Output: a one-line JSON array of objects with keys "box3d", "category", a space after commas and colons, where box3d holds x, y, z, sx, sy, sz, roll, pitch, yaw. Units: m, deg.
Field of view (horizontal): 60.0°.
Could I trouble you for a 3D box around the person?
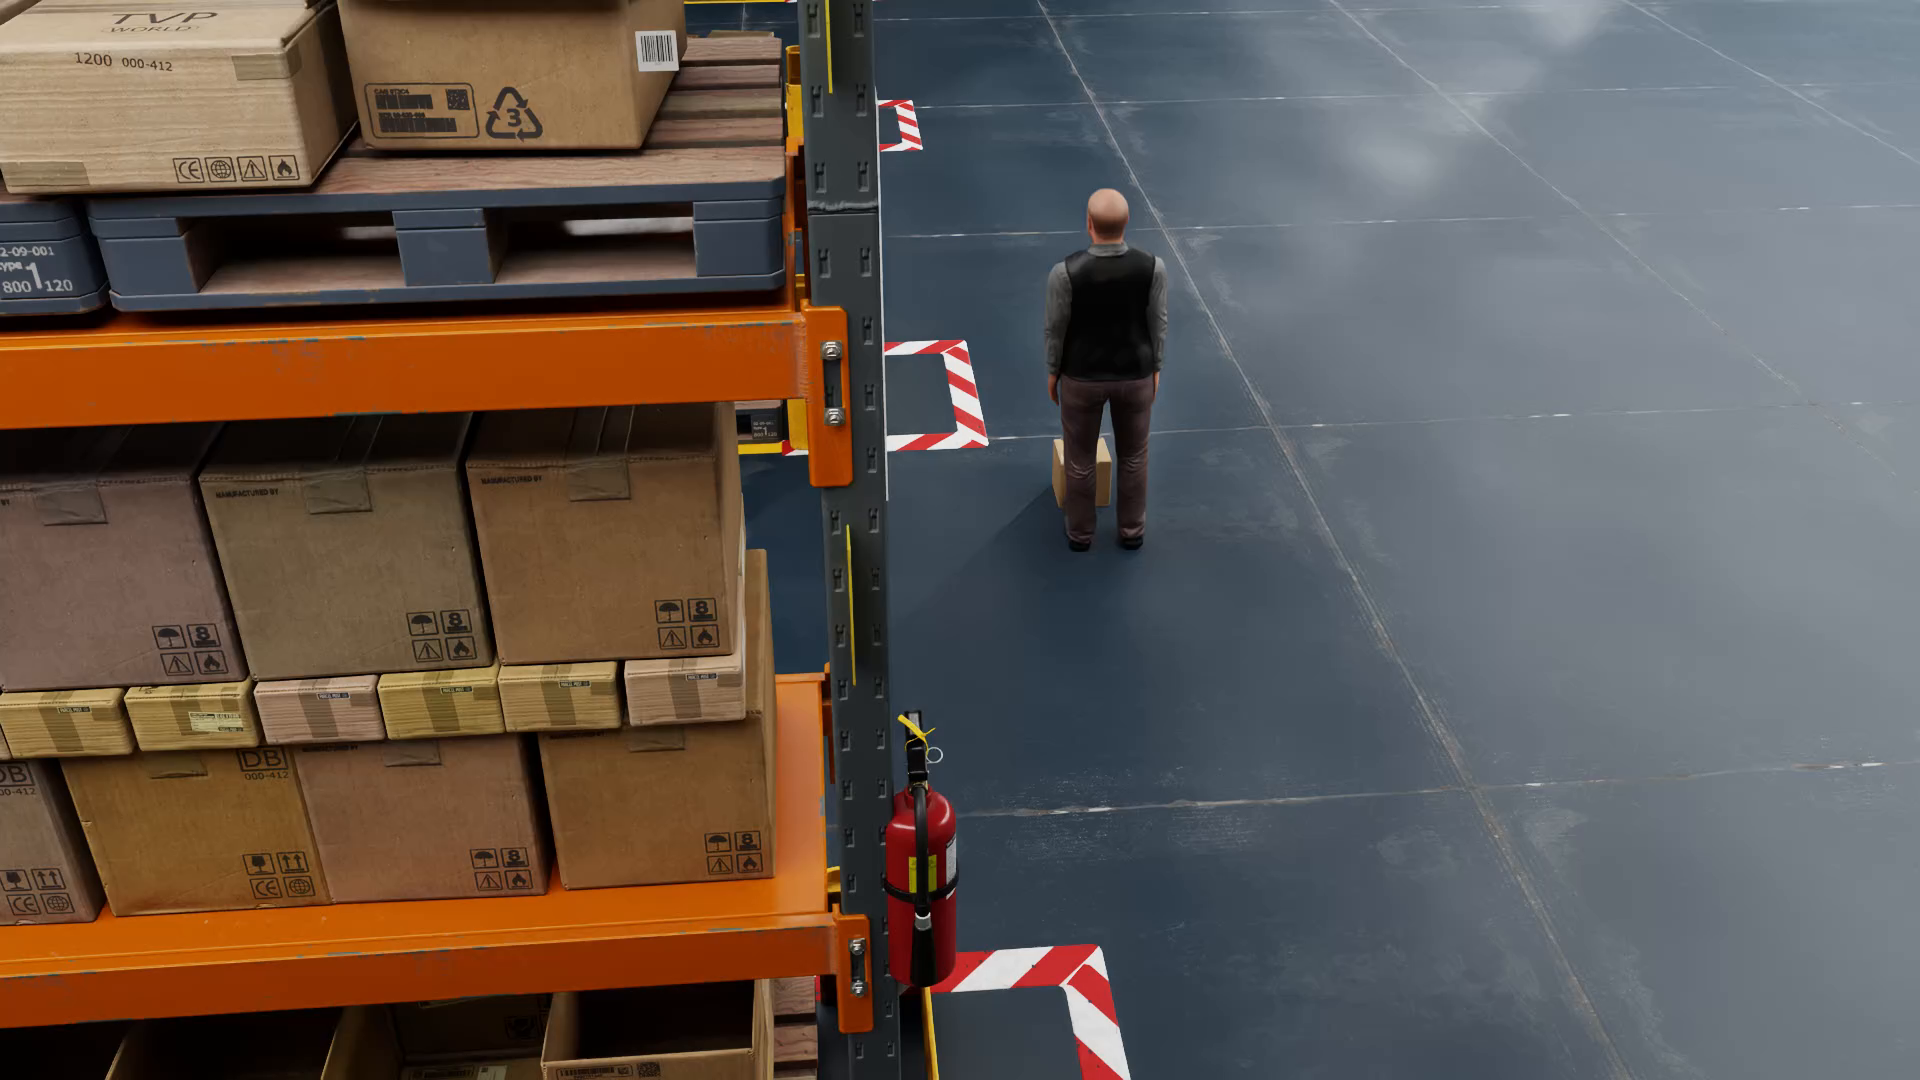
[{"box3d": [0.622, -0.728, 7.376, 0.536, 1.735, 0.404, -3, 31, -5], "category": "person"}]
